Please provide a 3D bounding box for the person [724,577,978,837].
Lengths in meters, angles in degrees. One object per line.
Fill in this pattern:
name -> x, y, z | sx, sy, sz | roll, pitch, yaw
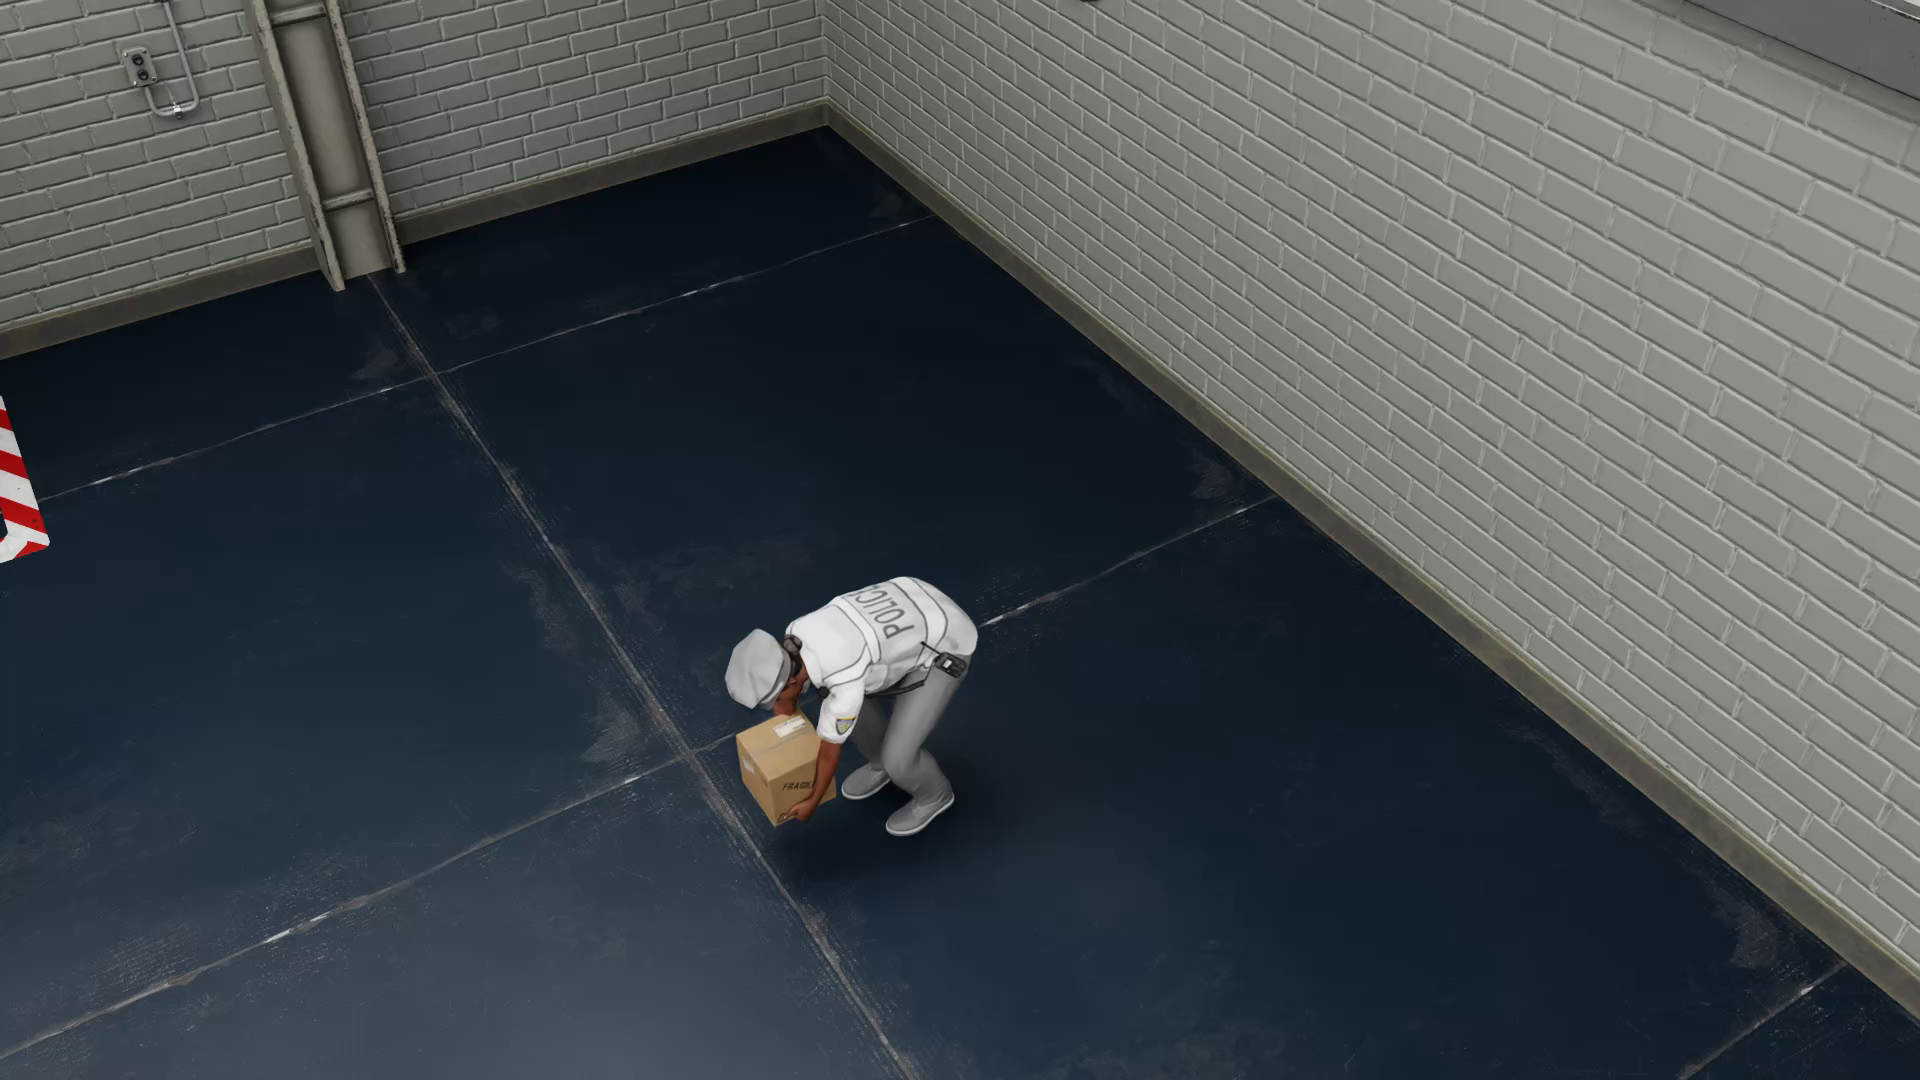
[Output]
person -> -0.369, 0.625, 5.871 | 0.931, 1.101, 0.449 | -25, 47, -26
